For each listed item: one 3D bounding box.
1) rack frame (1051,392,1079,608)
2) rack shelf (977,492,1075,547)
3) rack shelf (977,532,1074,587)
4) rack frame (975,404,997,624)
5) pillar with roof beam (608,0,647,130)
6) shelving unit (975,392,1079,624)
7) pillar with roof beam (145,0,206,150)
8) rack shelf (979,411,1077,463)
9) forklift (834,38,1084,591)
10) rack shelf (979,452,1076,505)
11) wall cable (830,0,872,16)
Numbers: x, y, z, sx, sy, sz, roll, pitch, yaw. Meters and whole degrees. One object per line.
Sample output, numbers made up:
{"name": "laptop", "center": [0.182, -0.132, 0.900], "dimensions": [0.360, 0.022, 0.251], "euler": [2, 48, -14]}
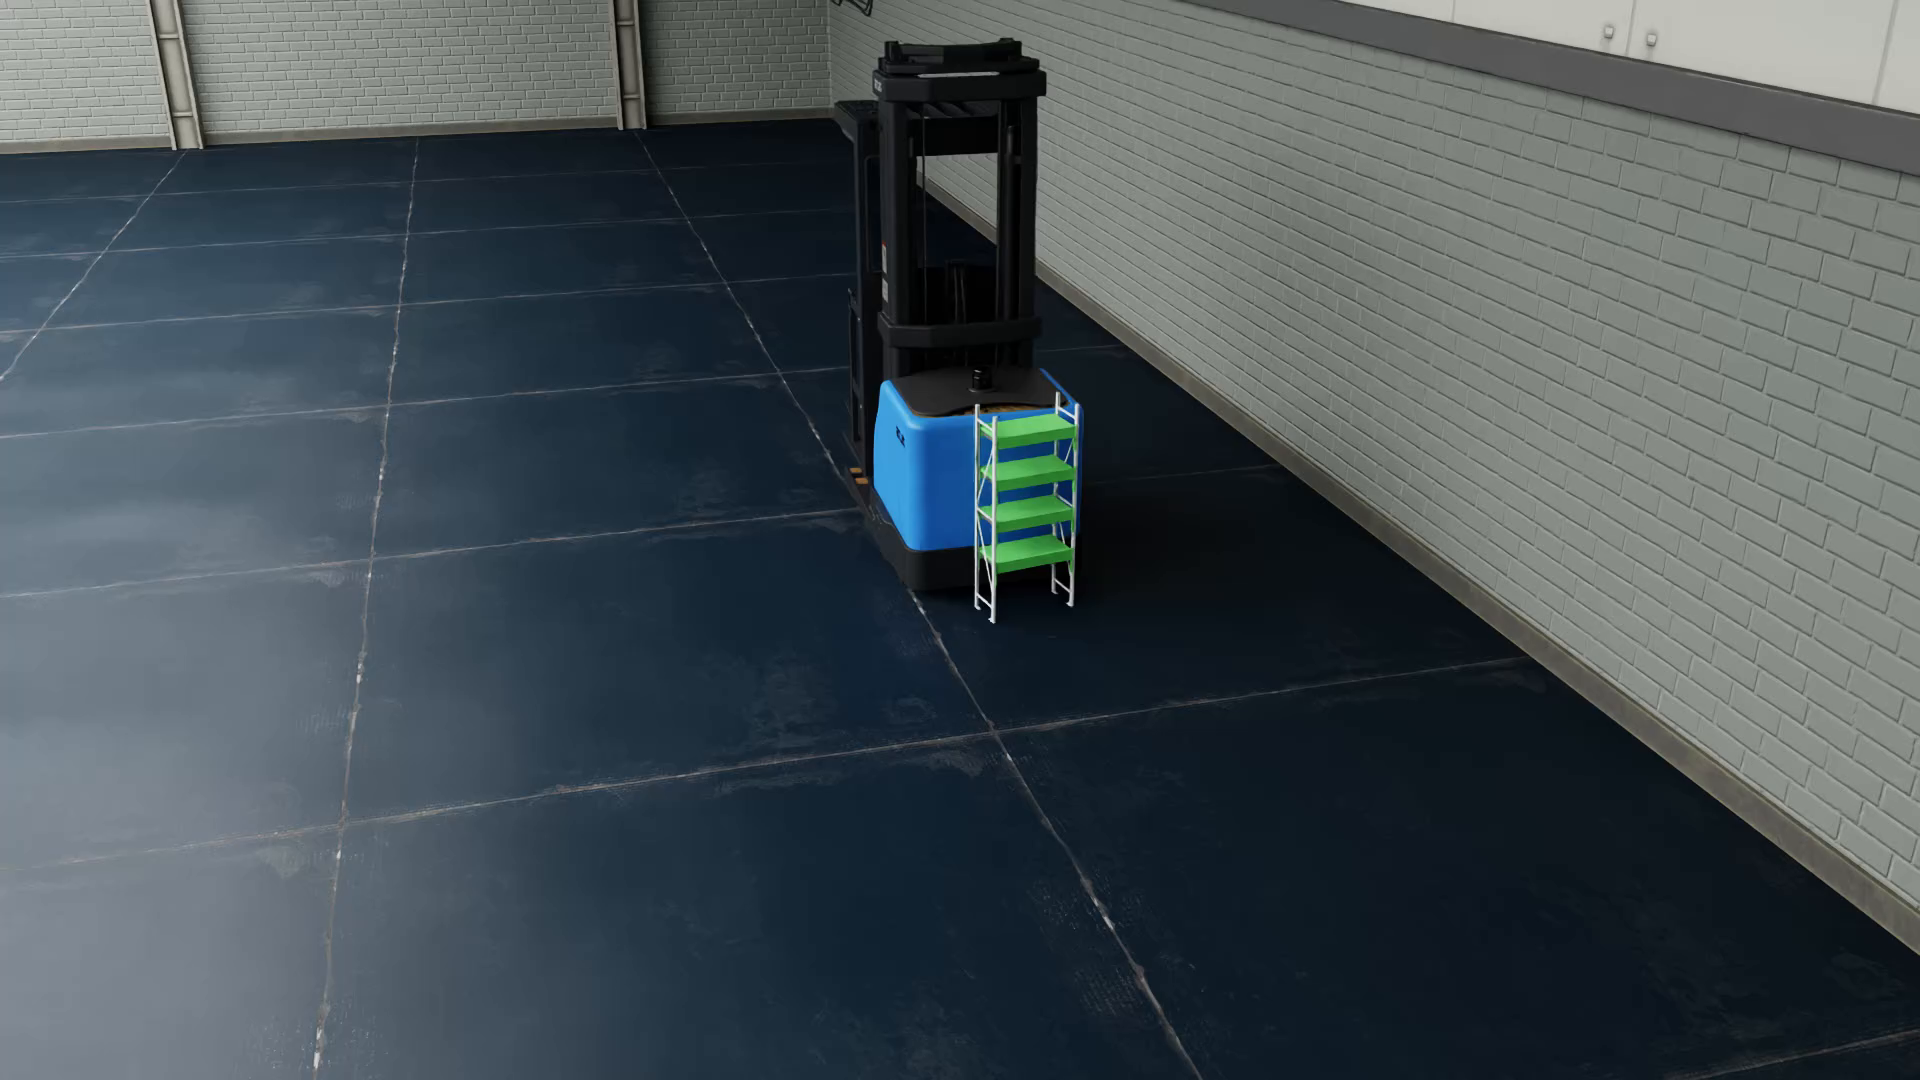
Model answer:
{"name": "rack frame", "center": [0.583, -0.215, 9.229], "dimensions": [0.015, 1.200, 0.240], "euler": [-10, 25, -23]}
{"name": "rack shelf", "center": [0.361, -0.116, 9.160], "dimensions": [0.480, 0.148, 0.258], "euler": [-10, 25, -23]}
{"name": "rack shelf", "center": [0.361, 0.105, 9.255], "dimensions": [0.480, 0.148, 0.258], "euler": [-10, 25, -23]}
{"name": "rack frame", "center": [0.139, -0.134, 9.041], "dimensions": [0.015, 1.200, 0.240], "euler": [-10, 25, -23]}
{"name": "pillar with roof beam", "center": [-3.622, -8.523, 18.700], "dimensions": [0.400, 9.000, 9.100], "euler": [-6, 24, -14]}
{"name": "shelving unit", "center": [0.361, -0.174, 9.135], "dimensions": [0.503, 1.200, 0.258], "euler": [-10, 25, -23]}
{"name": "pillar with roof beam", "center": [-9.399, -7.884, 17.211], "dimensions": [0.400, 9.000, 9.100], "euler": [-6, 24, -14]}
{"name": "rack shelf", "center": [0.361, -0.557, 8.971], "dimensions": [0.480, 0.148, 0.258], "euler": [-10, 25, -23]}
{"name": "forklift", "center": [-0.139, -1.615, 10.296], "dimensions": [1.130, 2.935, 3.031], "euler": [-6, 24, -13]}
{"name": "rack shelf", "center": [0.361, -0.336, 9.065], "dimensions": [0.480, 0.148, 0.258], "euler": [-10, 25, -23]}
{"name": "wall cable", "center": [-1.591, -8.542, 22.683], "dimensions": [0.112, 2.526, 3.097], "euler": [-6, 24, -14]}
